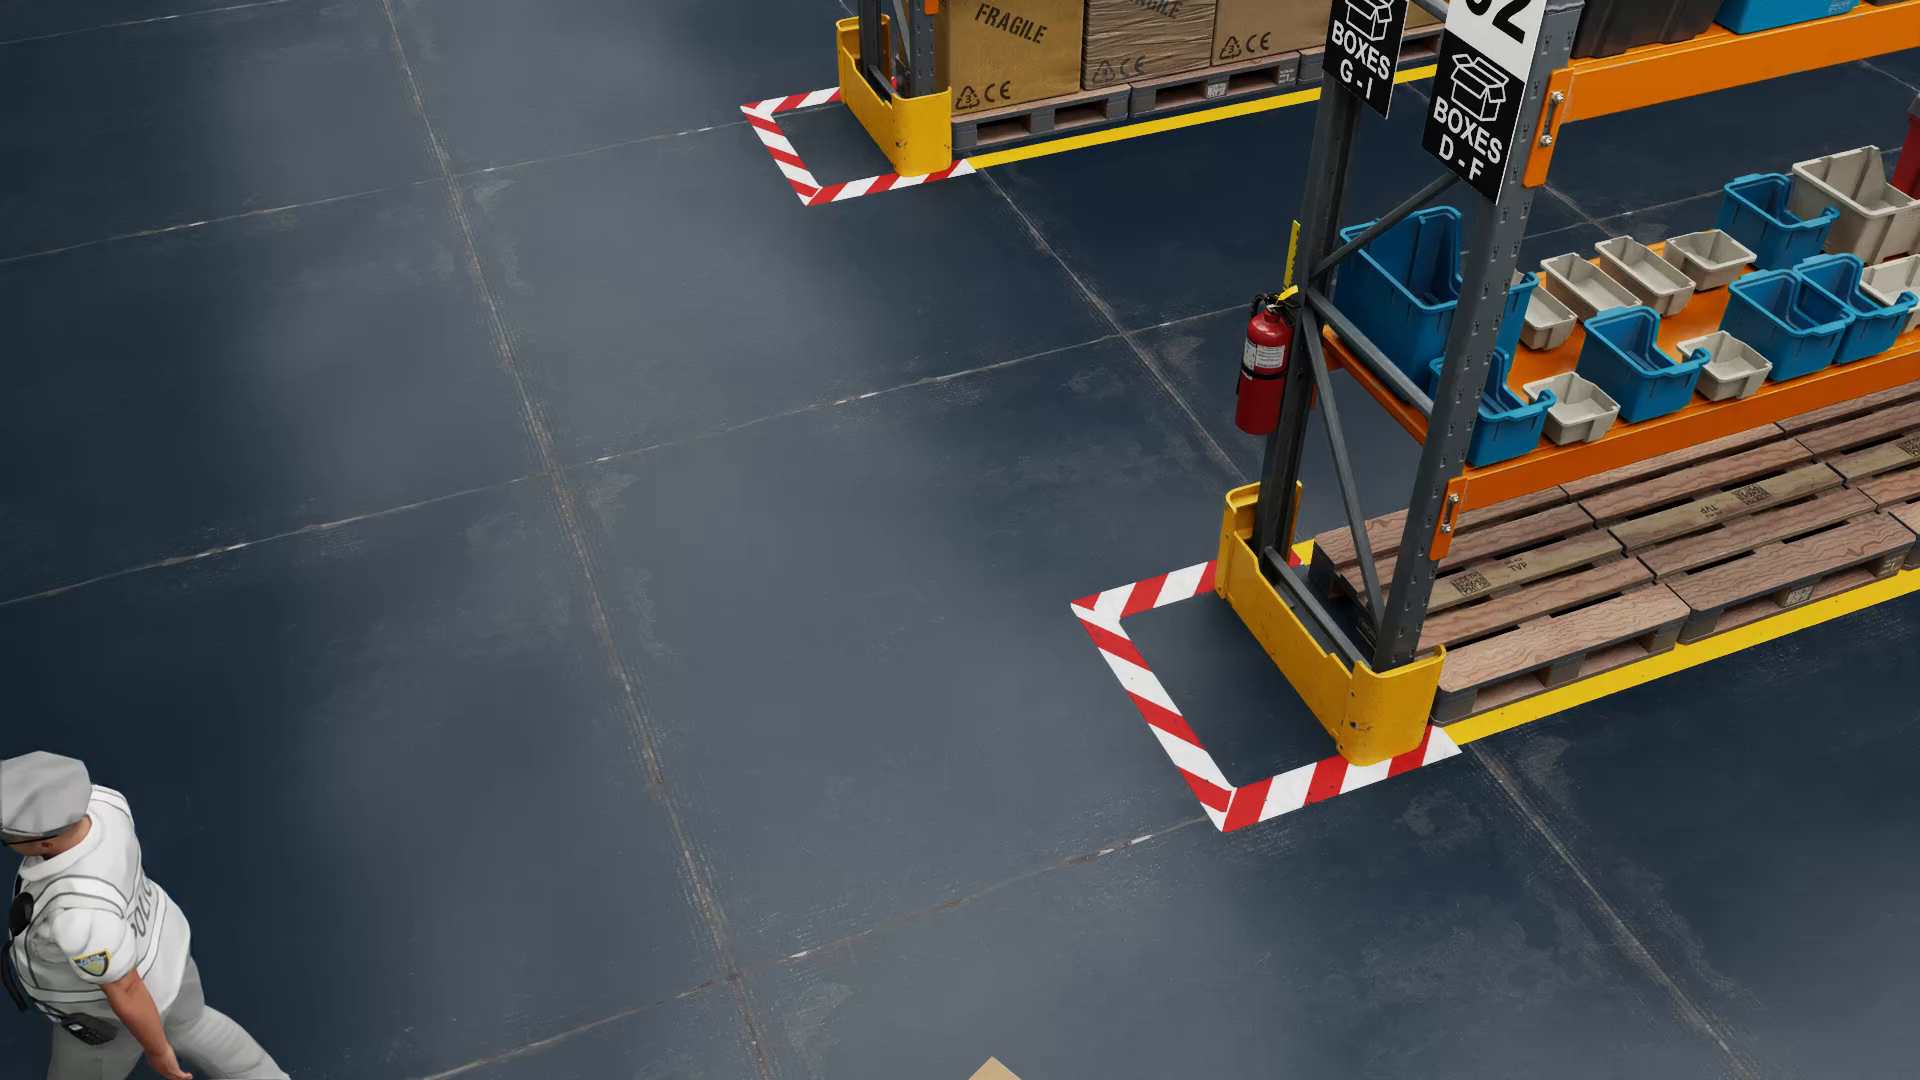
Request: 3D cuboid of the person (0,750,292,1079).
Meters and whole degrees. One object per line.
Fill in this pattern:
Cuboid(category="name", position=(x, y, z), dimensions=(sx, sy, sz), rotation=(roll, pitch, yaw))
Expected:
Cuboid(category="person", position=(-2.559, 1.245, 4.731), dimensions=(0.880, 1.737, 0.591), rotation=(-6, 42, -7))
